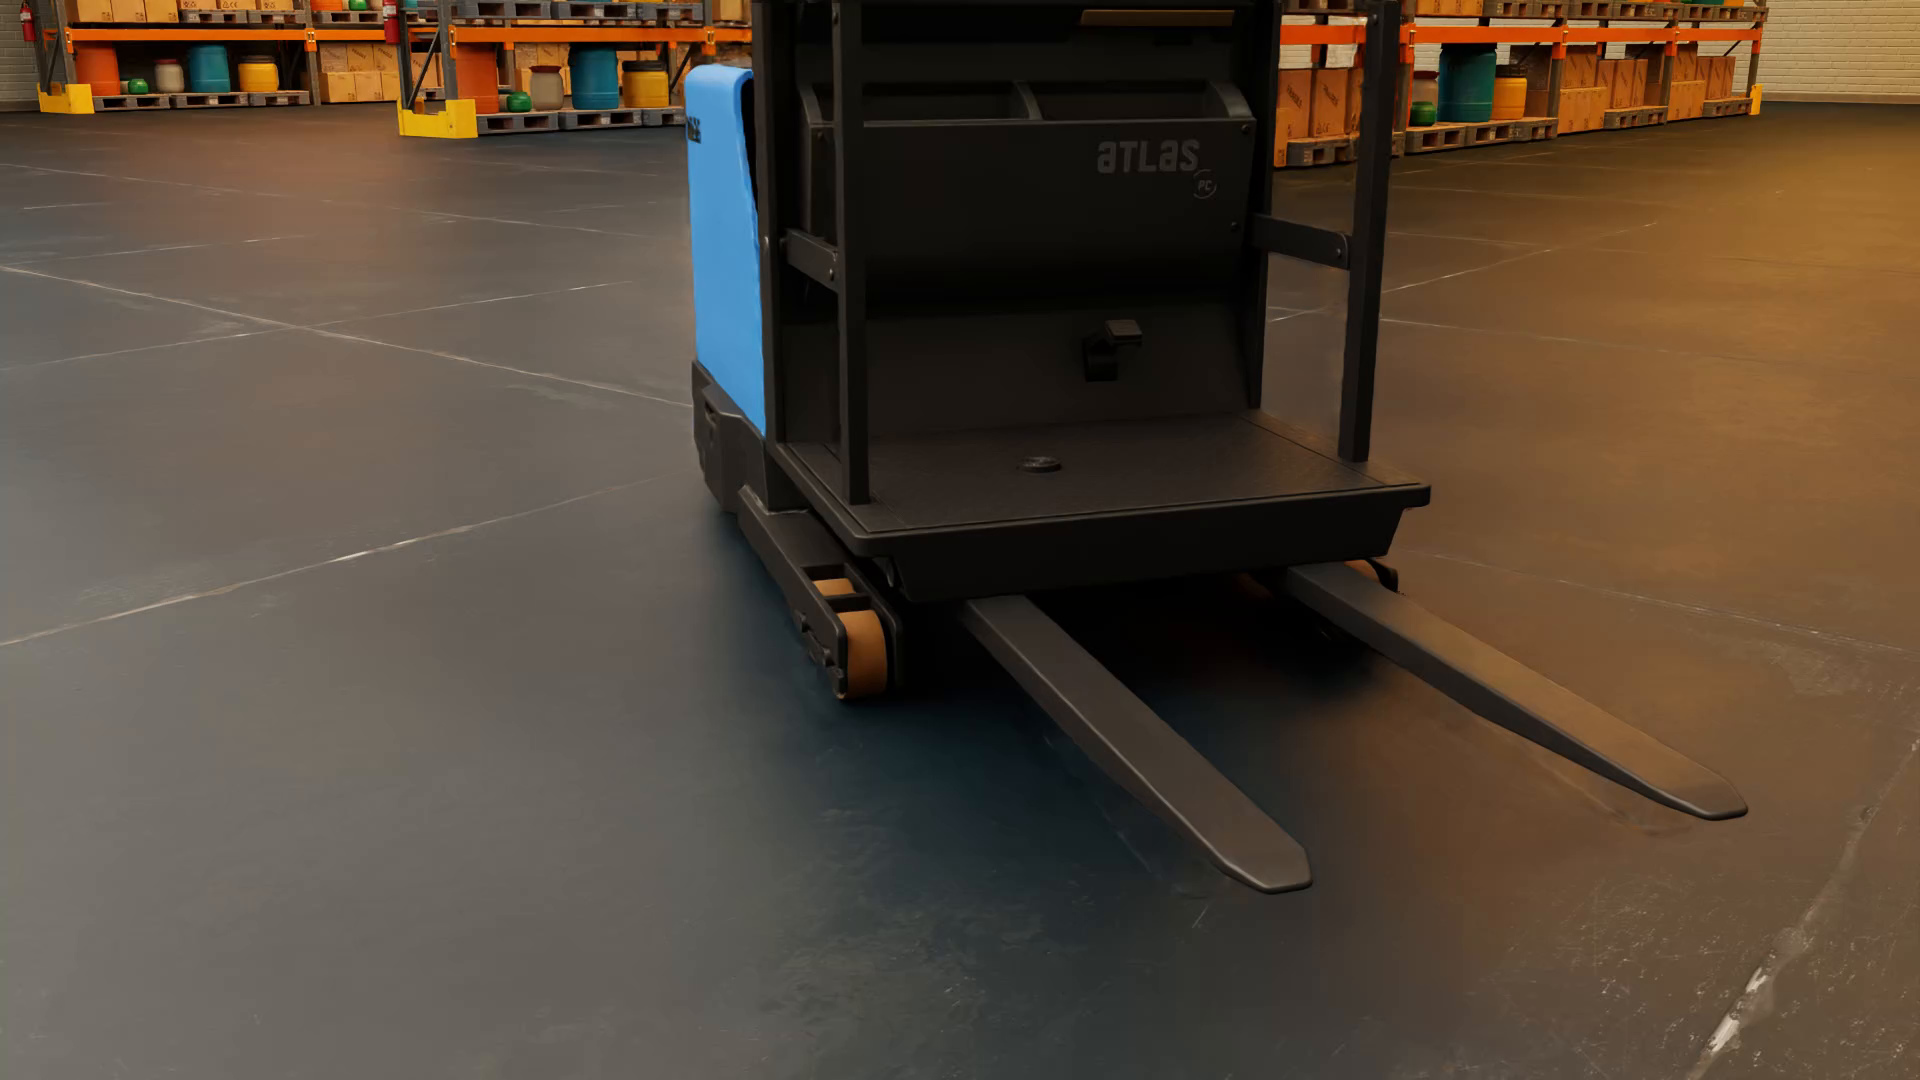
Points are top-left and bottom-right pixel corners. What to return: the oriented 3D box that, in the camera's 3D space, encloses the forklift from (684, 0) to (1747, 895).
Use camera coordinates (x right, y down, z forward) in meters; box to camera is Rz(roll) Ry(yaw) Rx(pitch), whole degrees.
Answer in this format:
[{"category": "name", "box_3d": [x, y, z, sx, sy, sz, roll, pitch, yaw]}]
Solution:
[{"category": "forklift", "box_3d": [0.206, -1.243, 2.989, 1.130, 2.935, 3.031, -5, 18, -17]}]
